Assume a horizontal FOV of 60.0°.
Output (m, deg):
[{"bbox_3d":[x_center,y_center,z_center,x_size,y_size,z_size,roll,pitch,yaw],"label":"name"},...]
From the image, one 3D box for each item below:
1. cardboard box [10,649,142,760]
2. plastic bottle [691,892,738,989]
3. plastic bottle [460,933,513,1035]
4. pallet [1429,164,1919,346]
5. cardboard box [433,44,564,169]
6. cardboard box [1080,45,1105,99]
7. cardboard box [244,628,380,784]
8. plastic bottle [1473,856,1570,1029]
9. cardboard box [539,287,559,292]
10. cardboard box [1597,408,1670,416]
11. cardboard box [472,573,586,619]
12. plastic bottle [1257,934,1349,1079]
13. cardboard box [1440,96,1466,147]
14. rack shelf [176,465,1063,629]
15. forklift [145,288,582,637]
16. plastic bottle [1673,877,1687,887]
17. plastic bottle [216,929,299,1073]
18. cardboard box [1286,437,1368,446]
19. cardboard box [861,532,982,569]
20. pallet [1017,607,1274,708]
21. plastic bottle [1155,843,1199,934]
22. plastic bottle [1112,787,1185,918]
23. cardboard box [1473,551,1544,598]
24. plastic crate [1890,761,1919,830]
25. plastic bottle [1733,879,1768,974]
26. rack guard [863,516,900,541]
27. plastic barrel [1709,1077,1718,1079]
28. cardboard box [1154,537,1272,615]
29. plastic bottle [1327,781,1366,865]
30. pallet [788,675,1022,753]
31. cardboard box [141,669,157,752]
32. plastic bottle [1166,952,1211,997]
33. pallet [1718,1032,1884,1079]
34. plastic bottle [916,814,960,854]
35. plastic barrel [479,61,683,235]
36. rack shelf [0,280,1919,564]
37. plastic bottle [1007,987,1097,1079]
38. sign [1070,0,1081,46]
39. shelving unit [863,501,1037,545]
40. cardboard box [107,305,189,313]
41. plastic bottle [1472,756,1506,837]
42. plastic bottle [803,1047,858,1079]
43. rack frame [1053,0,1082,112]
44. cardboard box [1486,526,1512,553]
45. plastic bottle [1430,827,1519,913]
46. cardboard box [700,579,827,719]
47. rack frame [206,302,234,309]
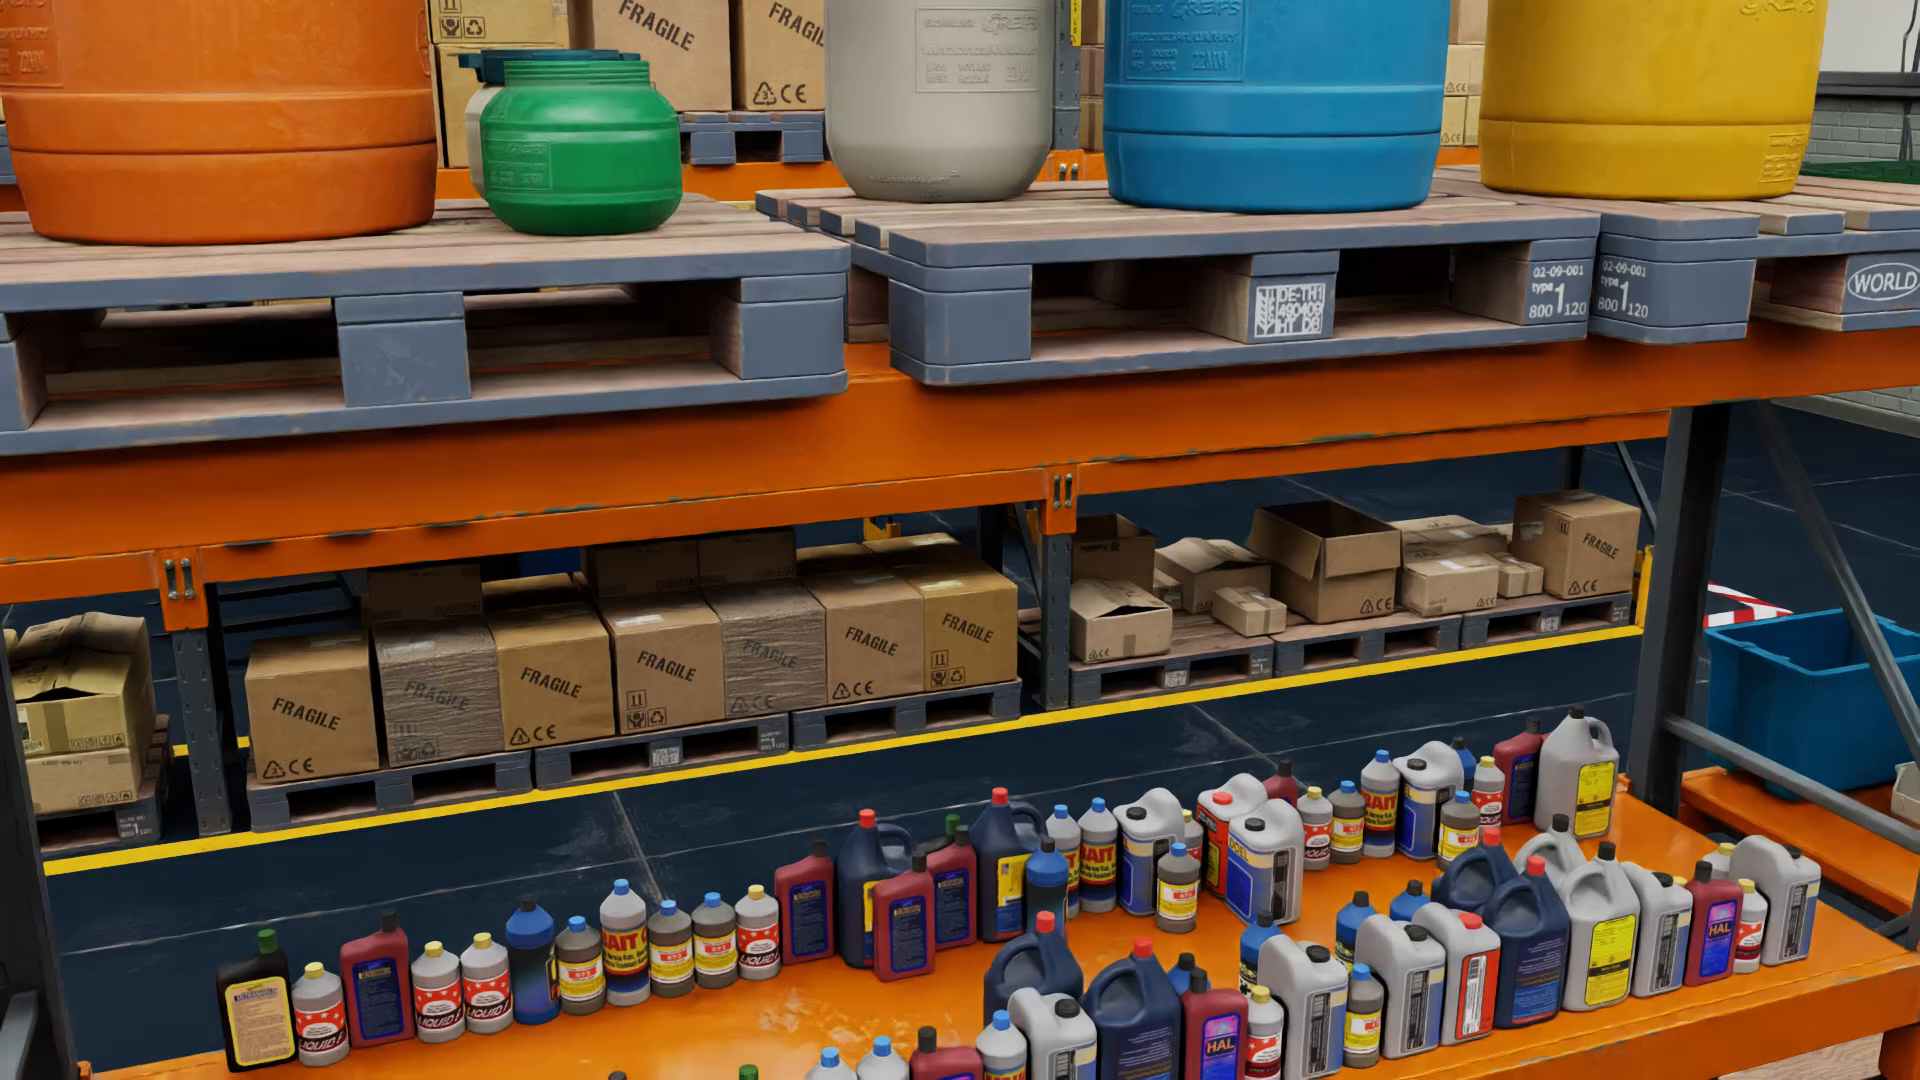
[{"bbox_3d":[-3.810,0.682,7.091,0.500,0.311,0.500,-6,17,-19],"label":"cardboard box"},{"bbox_3d":[-0.540,0.873,3.655,0.097,0.201,0.097,0,16,0],"label":"plastic bottle"},{"bbox_3d":[-0.994,0.922,3.488,0.097,0.201,0.097,0,16,0],"label":"plastic bottle"},{"bbox_3d":[1.398,-0.628,3.423,1.003,0.211,1.213,-6,17,-20],"label":"pallet"},{"bbox_3d":[-2.052,-1.928,7.339,0.500,0.500,0.910,-6,17,-20],"label":"cardboard box"},{"bbox_3d":[0.869,-2.278,8.088,0.500,0.250,0.500,-6,17,-20],"label":"cardboard box"},{"bbox_3d":[-2.882,0.733,7.432,0.500,0.500,0.500,-5,17,-18],"label":"cardboard box"},{"bbox_3d":[1.181,0.837,3.511,0.185,0.351,0.144,-6,17,-20],"label":"plastic bottle"},{"bbox_3d":[-3.200,-1.924,12.084,0.500,0.500,0.500,-6,17,-19],"label":"cardboard box"},{"bbox_3d":[3.741,-1.022,9.577,0.500,0.500,0.500,-6,17,-18],"label":"cardboard box"},{"bbox_3d":[-2.136,0.496,8.241,0.500,0.500,0.500,-7,18,-22],"label":"cardboard box"},{"bbox_3d":[0.689,0.925,3.344,0.135,0.276,0.152,-6,17,-20],"label":"plastic bottle"},{"bbox_3d":[2.270,-2.189,8.672,0.500,0.250,0.500,-6,17,-20],"label":"cardboard box"},{"bbox_3d":[-1.541,-0.141,8.030,4.000,0.370,1.077,-6,17,-20],"label":"rack shelf"},{"bbox_3d":[-3.200,-0.947,9.620,3.031,2.935,1.130,-8,18,-26],"label":"forklift"},{"bbox_3d":[1.598,0.853,3.724,0.097,0.201,0.097,0,16,0],"label":"plastic bottle"},{"bbox_3d":[-1.415,0.922,3.340,0.133,0.283,0.061,-6,17,-20],"label":"plastic bottle"},{"bbox_3d":[1.845,-0.817,8.881,0.500,0.500,0.500,-6,17,-20],"label":"cardboard box"},{"bbox_3d":[-0.213,0.286,8.958,0.500,0.500,0.500,-7,18,-23],"label":"cardboard box"},{"bbox_3d":[0.968,0.582,9.243,1.213,0.211,1.003,-6,17,-20],"label":"pallet"},{"bbox_3d":[0.508,0.806,3.884,0.097,0.201,0.097,0,16,0],"label":"plastic bottle"},{"bbox_3d":[0.445,0.739,3.978,0.135,0.276,0.152,-6,17,-20],"label":"plastic bottle"},{"bbox_3d":[3.231,0.194,9.860,0.250,0.166,0.380,-6,17,-20],"label":"cardboard box"},{"bbox_3d":[2.581,0.705,4.237,0.243,0.136,0.396,-6,17,-20],"label":"plastic crate"},{"bbox_3d":[1.744,0.855,3.715,0.097,0.201,0.097,0,16,0],"label":"plastic bottle"},{"bbox_3d":[-0.536,-0.062,11.366,0.087,0.250,0.587,-6,17,-20],"label":"rack guard"},{"bbox_3d":[1.581,1.472,4.241,0.708,0.901,0.600,-6,17,-20],"label":"plastic barrel"},{"bbox_3d":[1.457,0.184,9.640,0.500,0.311,0.500,-6,17,-20],"label":"cardboard box"},{"bbox_3d":[0.976,0.709,4.212,0.097,0.201,0.097,0,16,0],"label":"plastic bottle"},{"bbox_3d":[-0.420,0.743,8.695,1.213,0.211,1.003,-6,17,-20],"label":"pallet"},{"bbox_3d":[-4.003,0.809,7.654,0.500,0.250,0.500,-6,17,-20],"label":"cardboard box"},{"bbox_3d":[0.444,0.944,3.289,0.097,0.271,0.097,0,16,0],"label":"plastic bottle"},{"bbox_3d":[2.768,1.870,4.856,1.213,0.211,1.003,-6,17,-20],"label":"pallet"},{"bbox_3d":[-0.050,0.775,3.842,0.133,0.283,0.061,-6,17,-20],"label":"plastic bottle"},{"bbox_3d":[-0.568,-0.593,2.501,0.294,0.245,0.294,0,16,0],"label":"plastic barrel"},{"bbox_3d":[0.228,-0.276,3.168,4.000,0.370,1.077,-6,17,-20],"label":"rack shelf"},{"bbox_3d":[0.175,0.981,3.155,0.135,0.276,0.152,-6,17,-20],"label":"plastic bottle"},{"bbox_3d":[0.528,-2.418,7.568,0.005,0.325,0.100,-6,17,-20],"label":"sign"},{"bbox_3d":[-0.071,-0.712,11.361,1.083,1.500,0.587,-6,17,-20],"label":"shelving unit"},{"bbox_3d":[-5.620,-1.796,11.433,0.500,0.500,0.700,-8,18,-27],"label":"cardboard box"},{"bbox_3d":[1.374,0.666,4.359,0.097,0.201,0.097,0,16,0],"label":"plastic bottle"},{"bbox_3d":[-0.230,1.035,2.979,0.097,0.271,0.097,0,16,0],"label":"plastic bottle"},{"bbox_3d":[0.326,-3.566,7.770,0.127,3.000,1.000,-6,17,-20],"label":"rack frame"},{"bbox_3d":[3.314,0.035,10.404,0.250,0.166,0.380,-6,17,-20],"label":"cardboard box"},{"bbox_3d":[1.130,0.799,3.640,0.185,0.351,0.144,-6,17,-20],"label":"plastic bottle"},{"bbox_3d":[-0.965,0.524,8.145,0.500,0.500,0.500,-6,17,-19],"label":"cardboard box"},{"bbox_3d":[-5.185,-1.587,11.679,0.127,3.000,1.000,-6,17,-20],"label":"rack frame"}]
